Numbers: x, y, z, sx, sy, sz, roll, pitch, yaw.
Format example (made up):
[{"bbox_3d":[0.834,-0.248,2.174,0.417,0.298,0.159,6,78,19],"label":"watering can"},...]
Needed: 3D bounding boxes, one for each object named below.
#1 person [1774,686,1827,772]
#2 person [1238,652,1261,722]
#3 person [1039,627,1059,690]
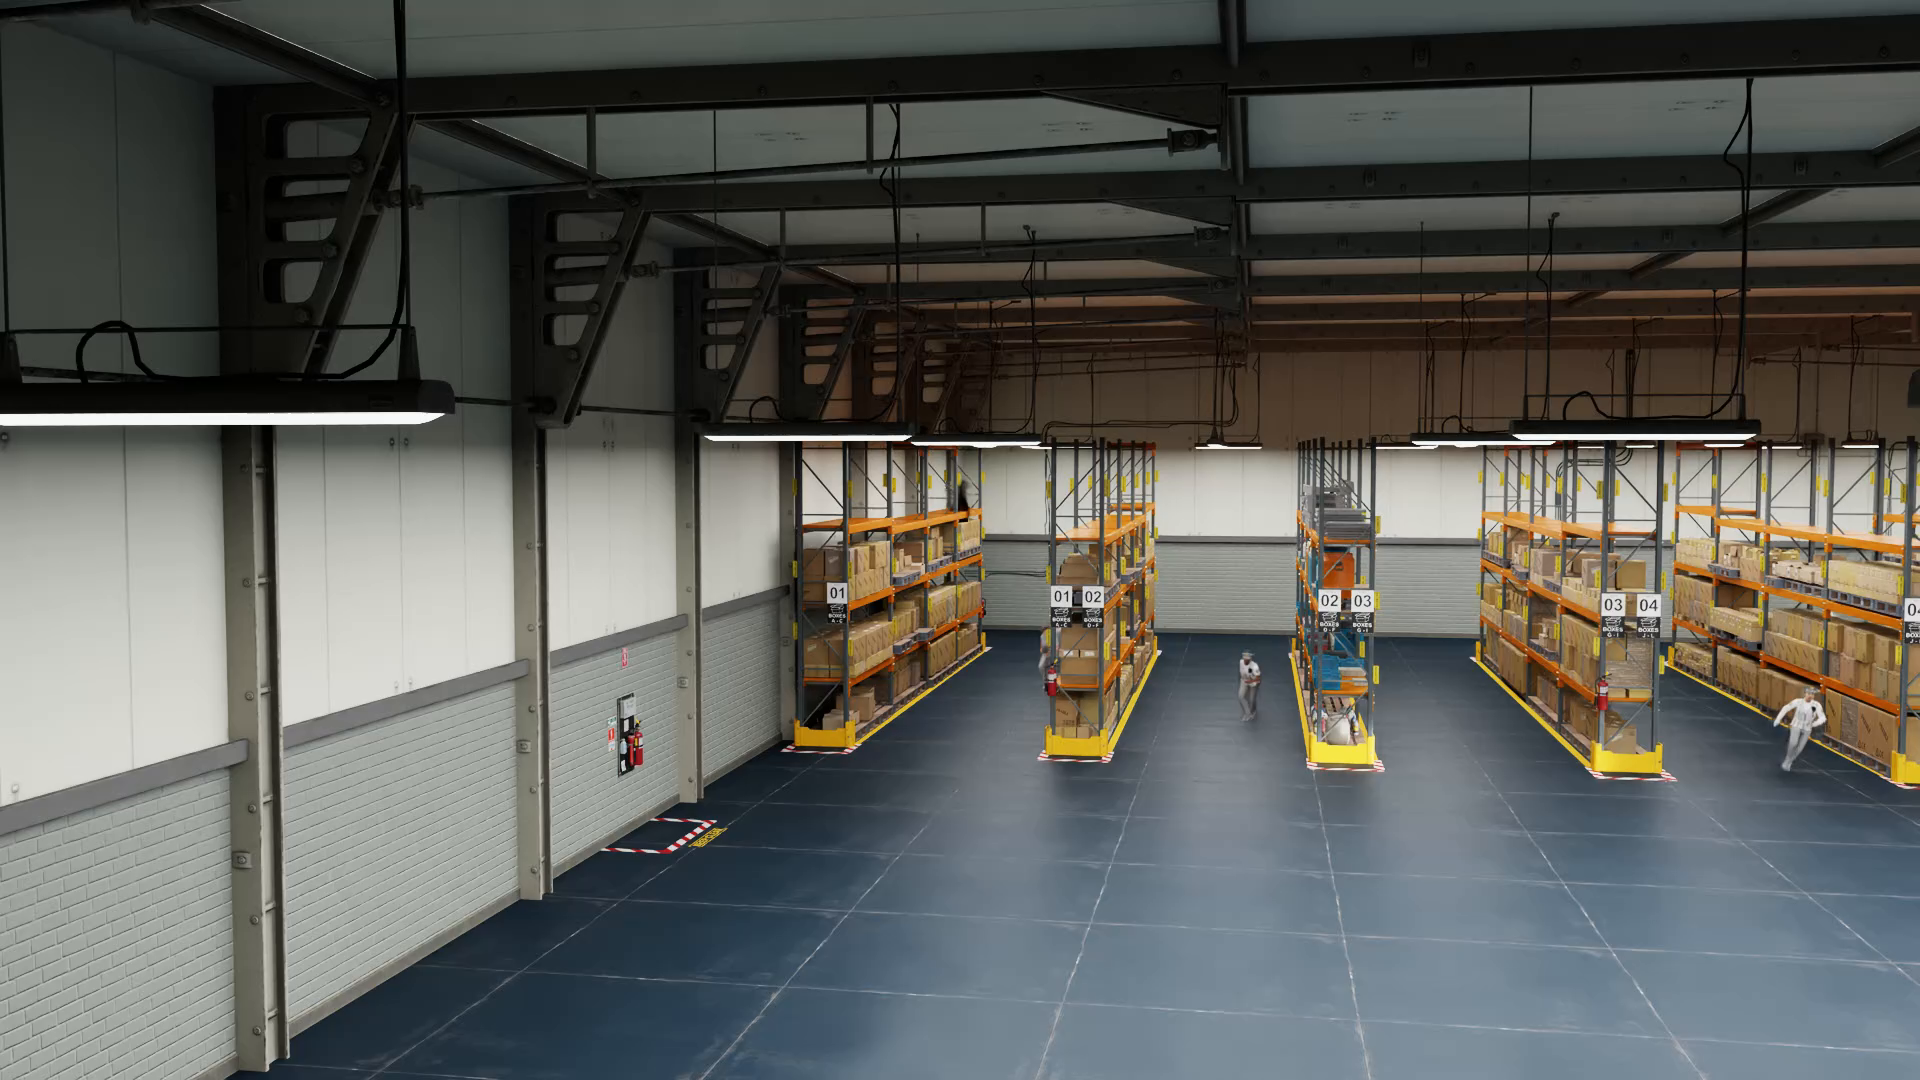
[{"bbox_3d":[14.987,3.368,29.600,0.772,1.570,0.658,1,3,12],"label":"person"},{"bbox_3d":[6.177,3.091,35.388,0.591,1.480,1.051,2,3,27],"label":"person"},{"bbox_3d":[2.192,2.822,40.226,0.586,1.509,1.027,1,3,25],"label":"person"}]
